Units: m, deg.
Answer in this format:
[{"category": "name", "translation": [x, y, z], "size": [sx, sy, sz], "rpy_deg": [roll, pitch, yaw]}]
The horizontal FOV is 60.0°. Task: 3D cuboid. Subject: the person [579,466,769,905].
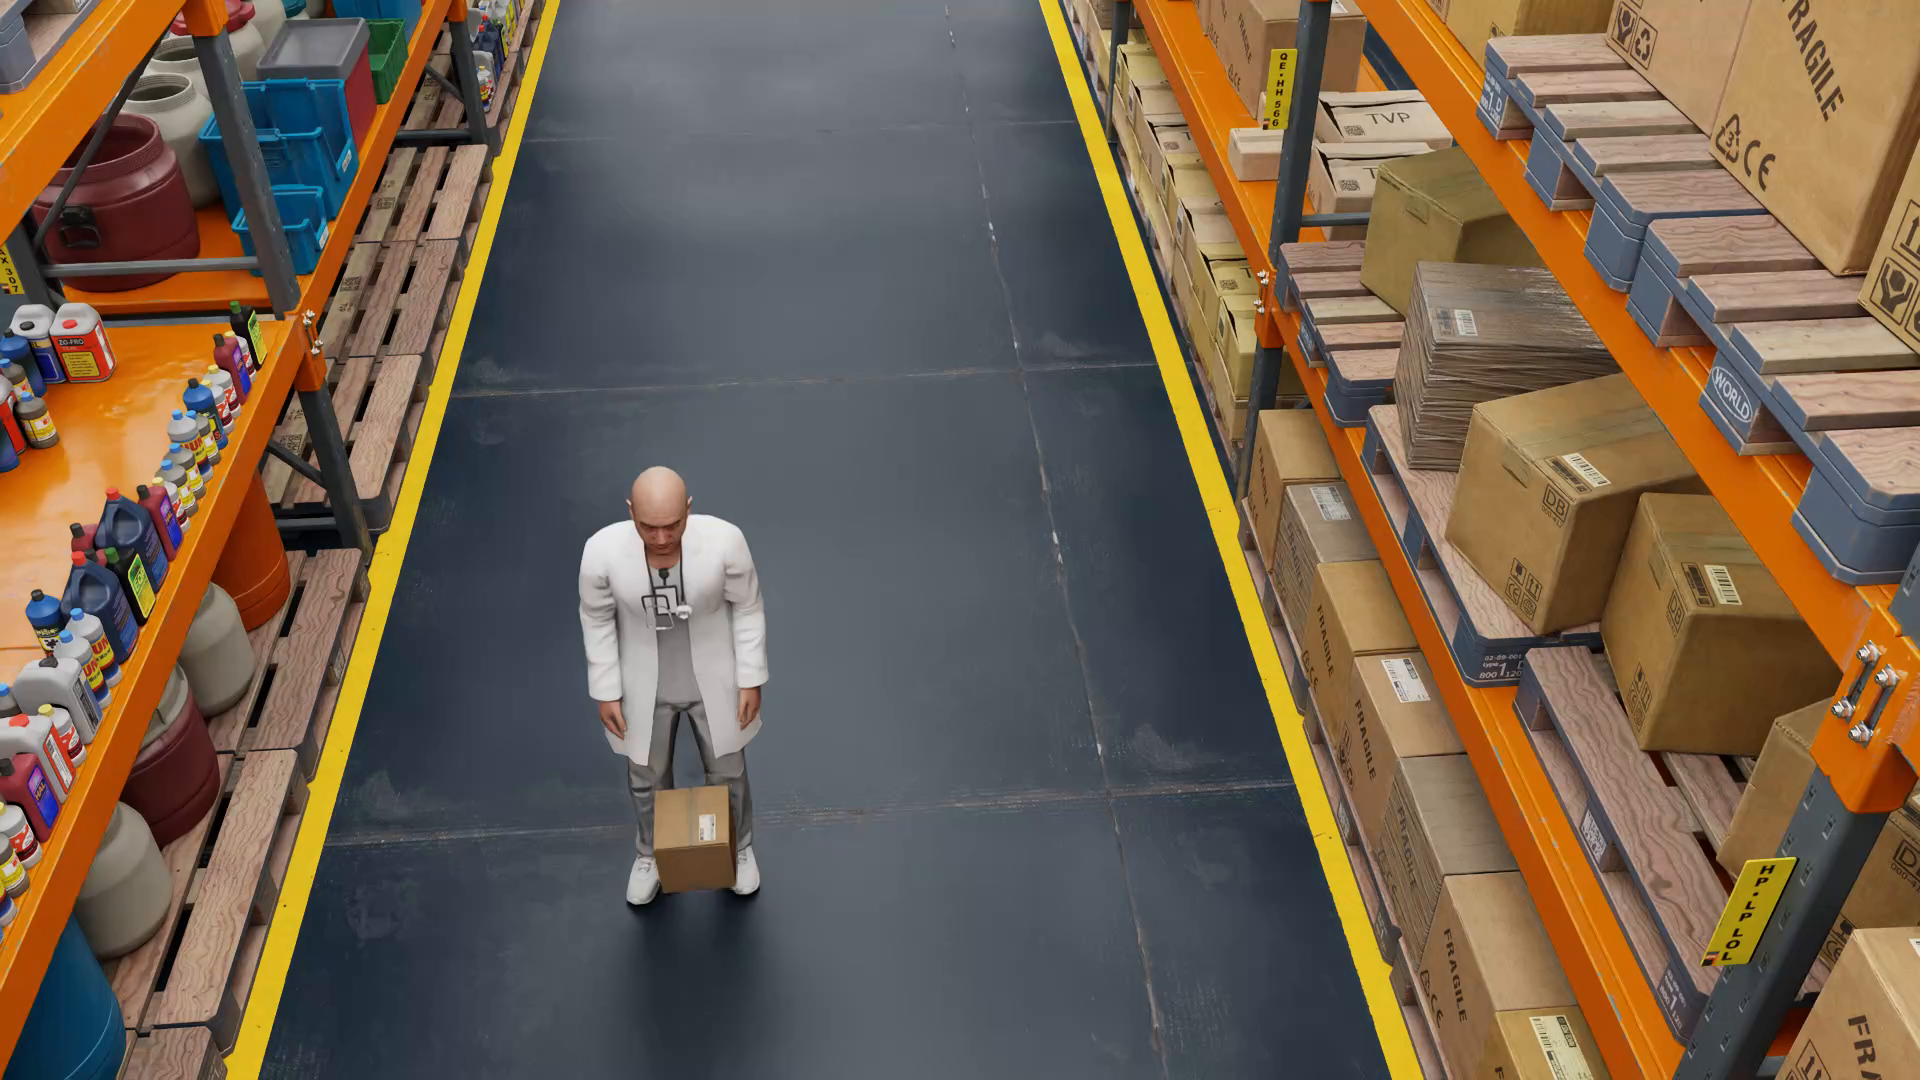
[{"category": "person", "translation": [-0.932, 0.481, 5.562], "size": [0.596, 1.776, 0.424], "rpy_deg": [-4, 39, -5]}]
